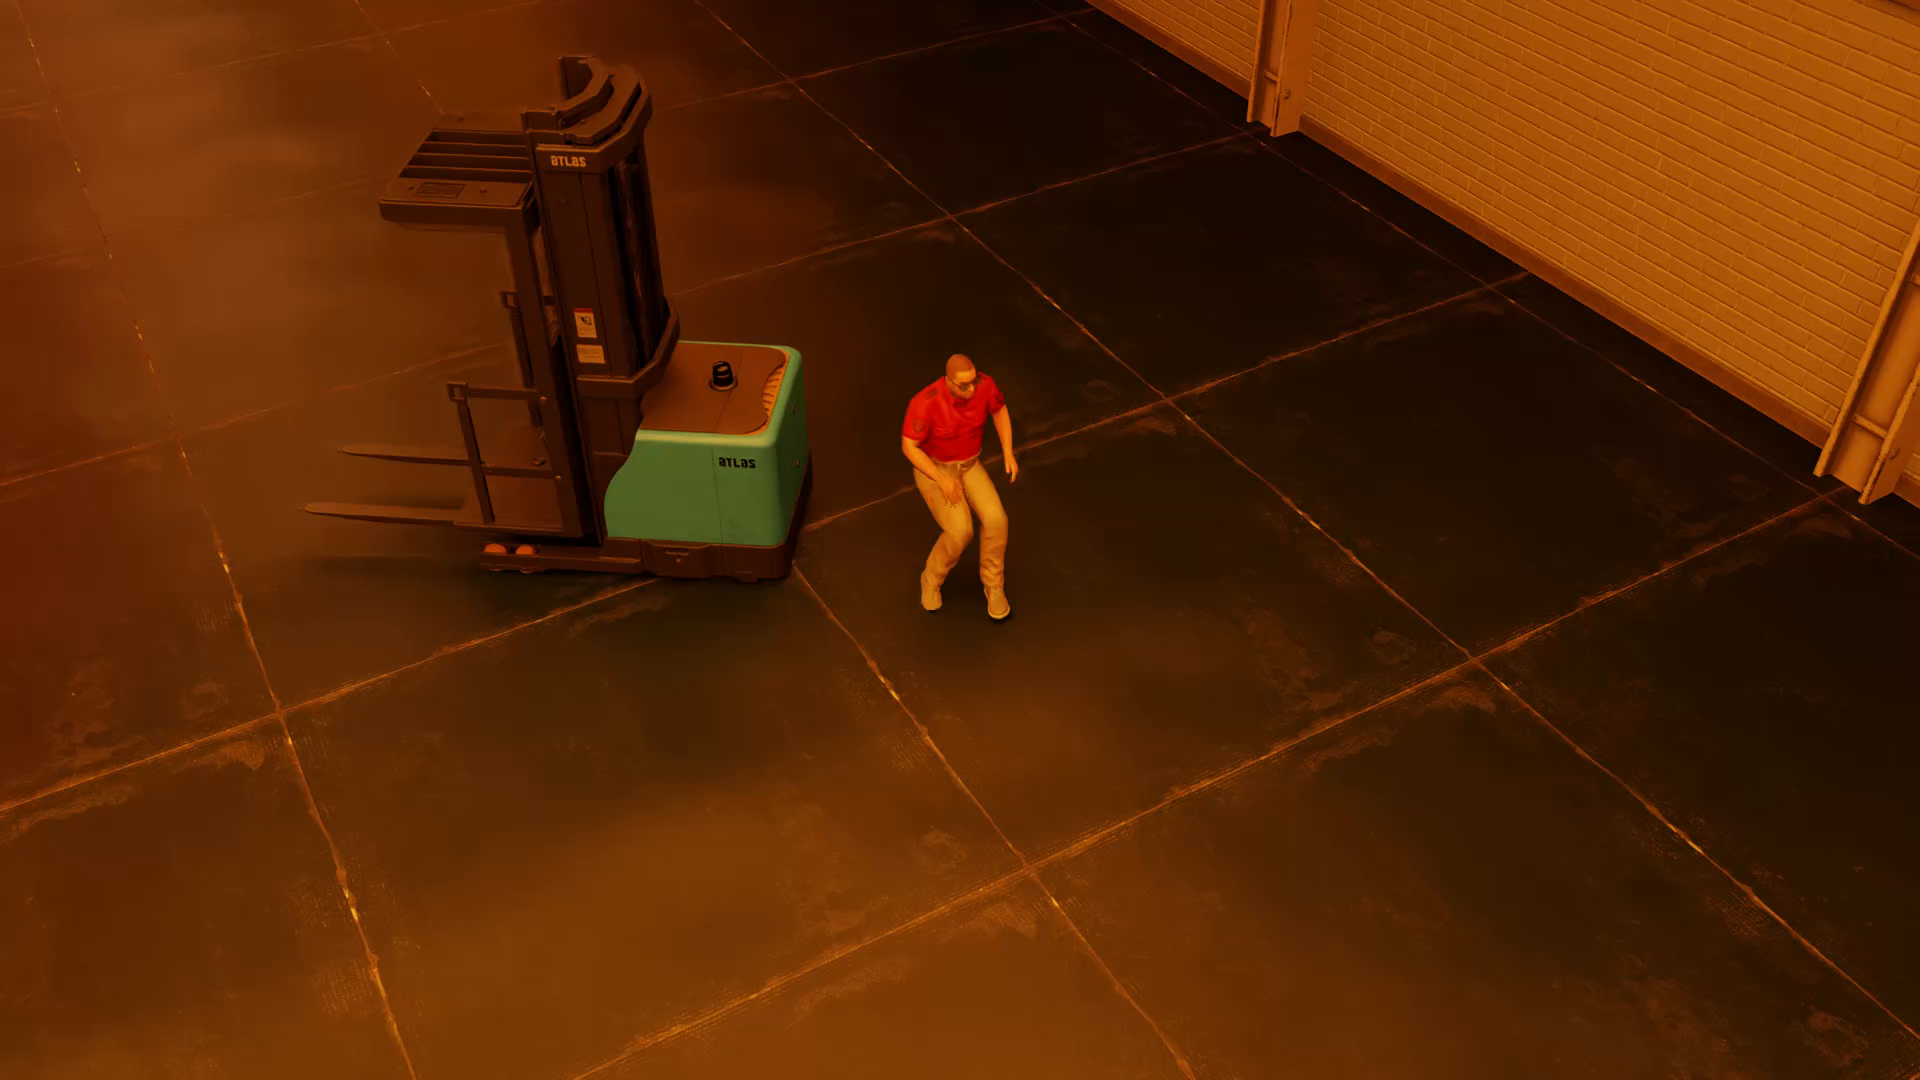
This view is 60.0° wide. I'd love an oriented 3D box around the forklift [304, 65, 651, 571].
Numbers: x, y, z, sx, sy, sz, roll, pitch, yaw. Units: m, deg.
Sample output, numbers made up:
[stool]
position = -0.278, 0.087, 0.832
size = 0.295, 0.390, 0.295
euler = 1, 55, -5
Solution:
[forklift]
position = -2.565, -1.236, 9.576
size = 2.884, 2.867, 1.101
euler = 3, 40, 4
